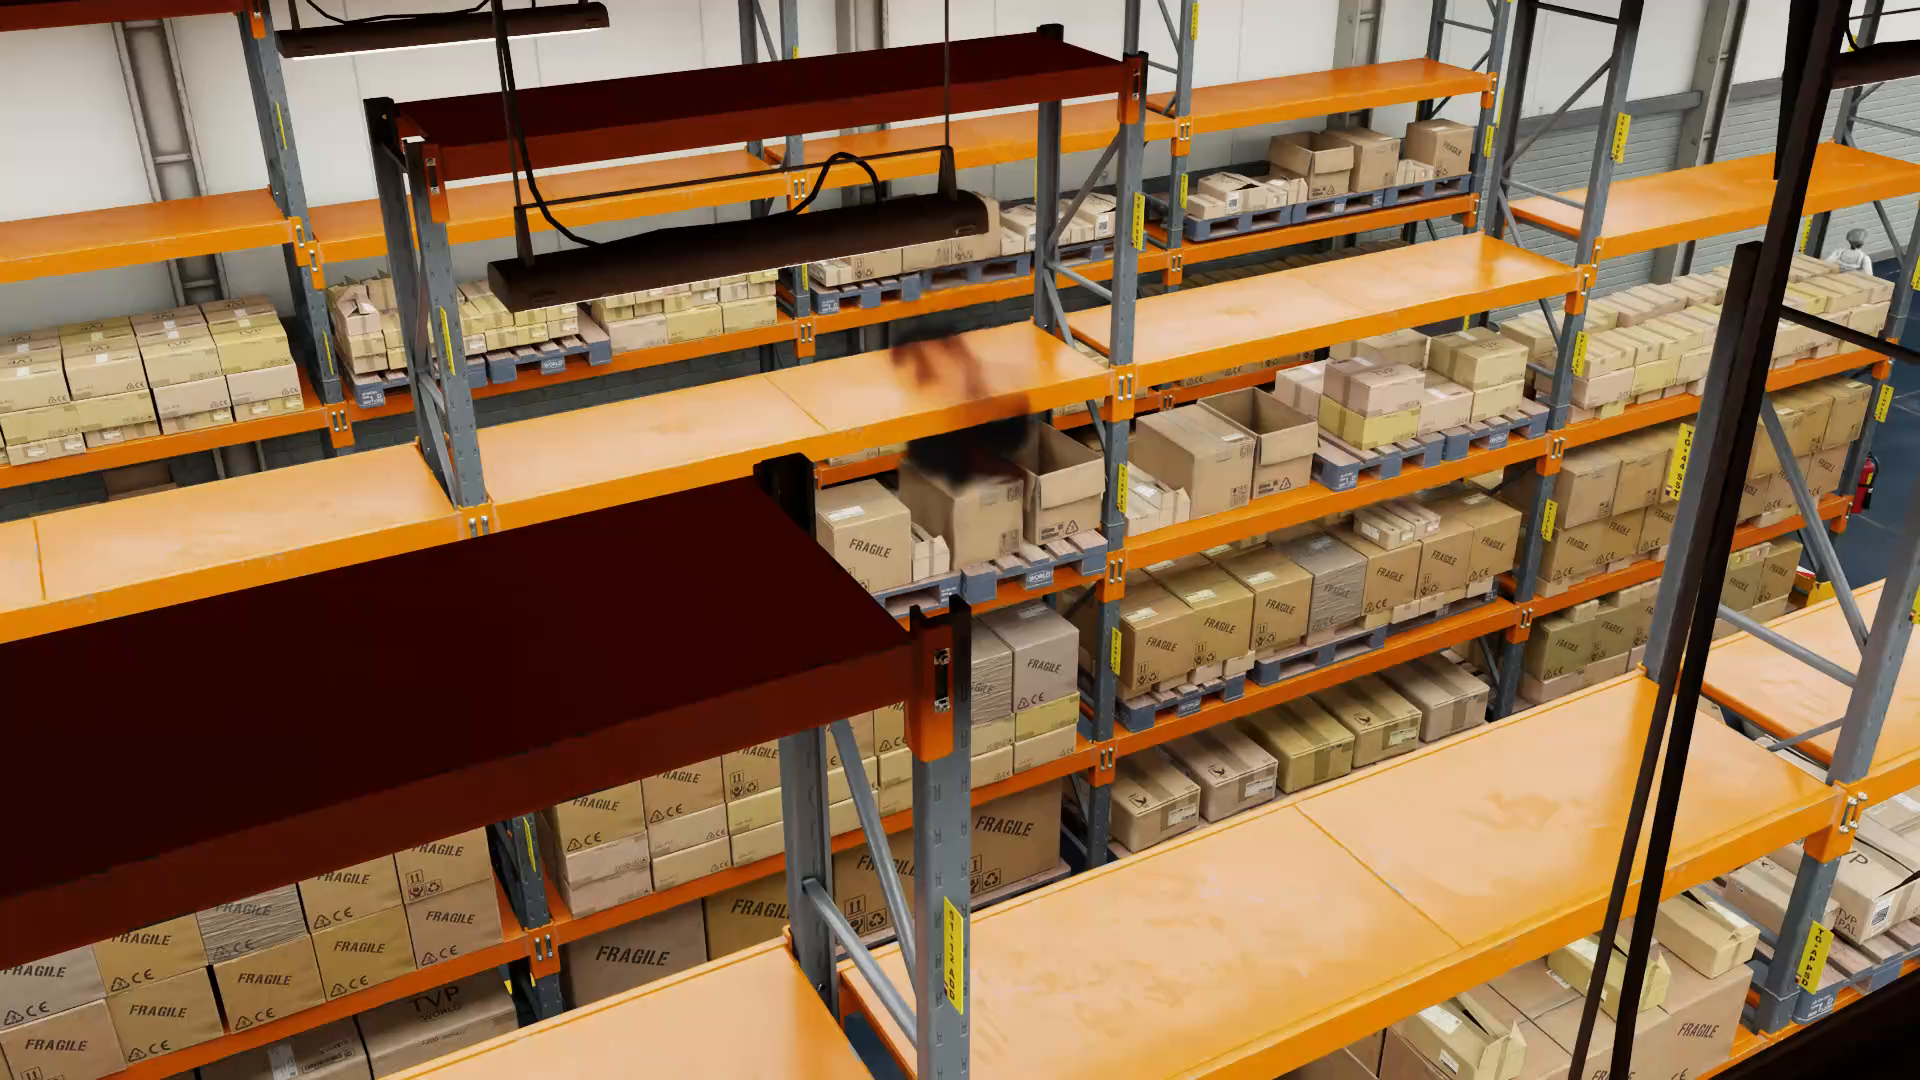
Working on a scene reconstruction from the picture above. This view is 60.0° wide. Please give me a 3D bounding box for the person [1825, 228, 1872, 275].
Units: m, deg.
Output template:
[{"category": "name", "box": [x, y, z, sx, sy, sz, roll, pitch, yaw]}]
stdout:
[{"category": "person", "box": [11.183, -3.108, 21.097, 0.838, 1.683, 0.642, -22, 35, -35]}]
